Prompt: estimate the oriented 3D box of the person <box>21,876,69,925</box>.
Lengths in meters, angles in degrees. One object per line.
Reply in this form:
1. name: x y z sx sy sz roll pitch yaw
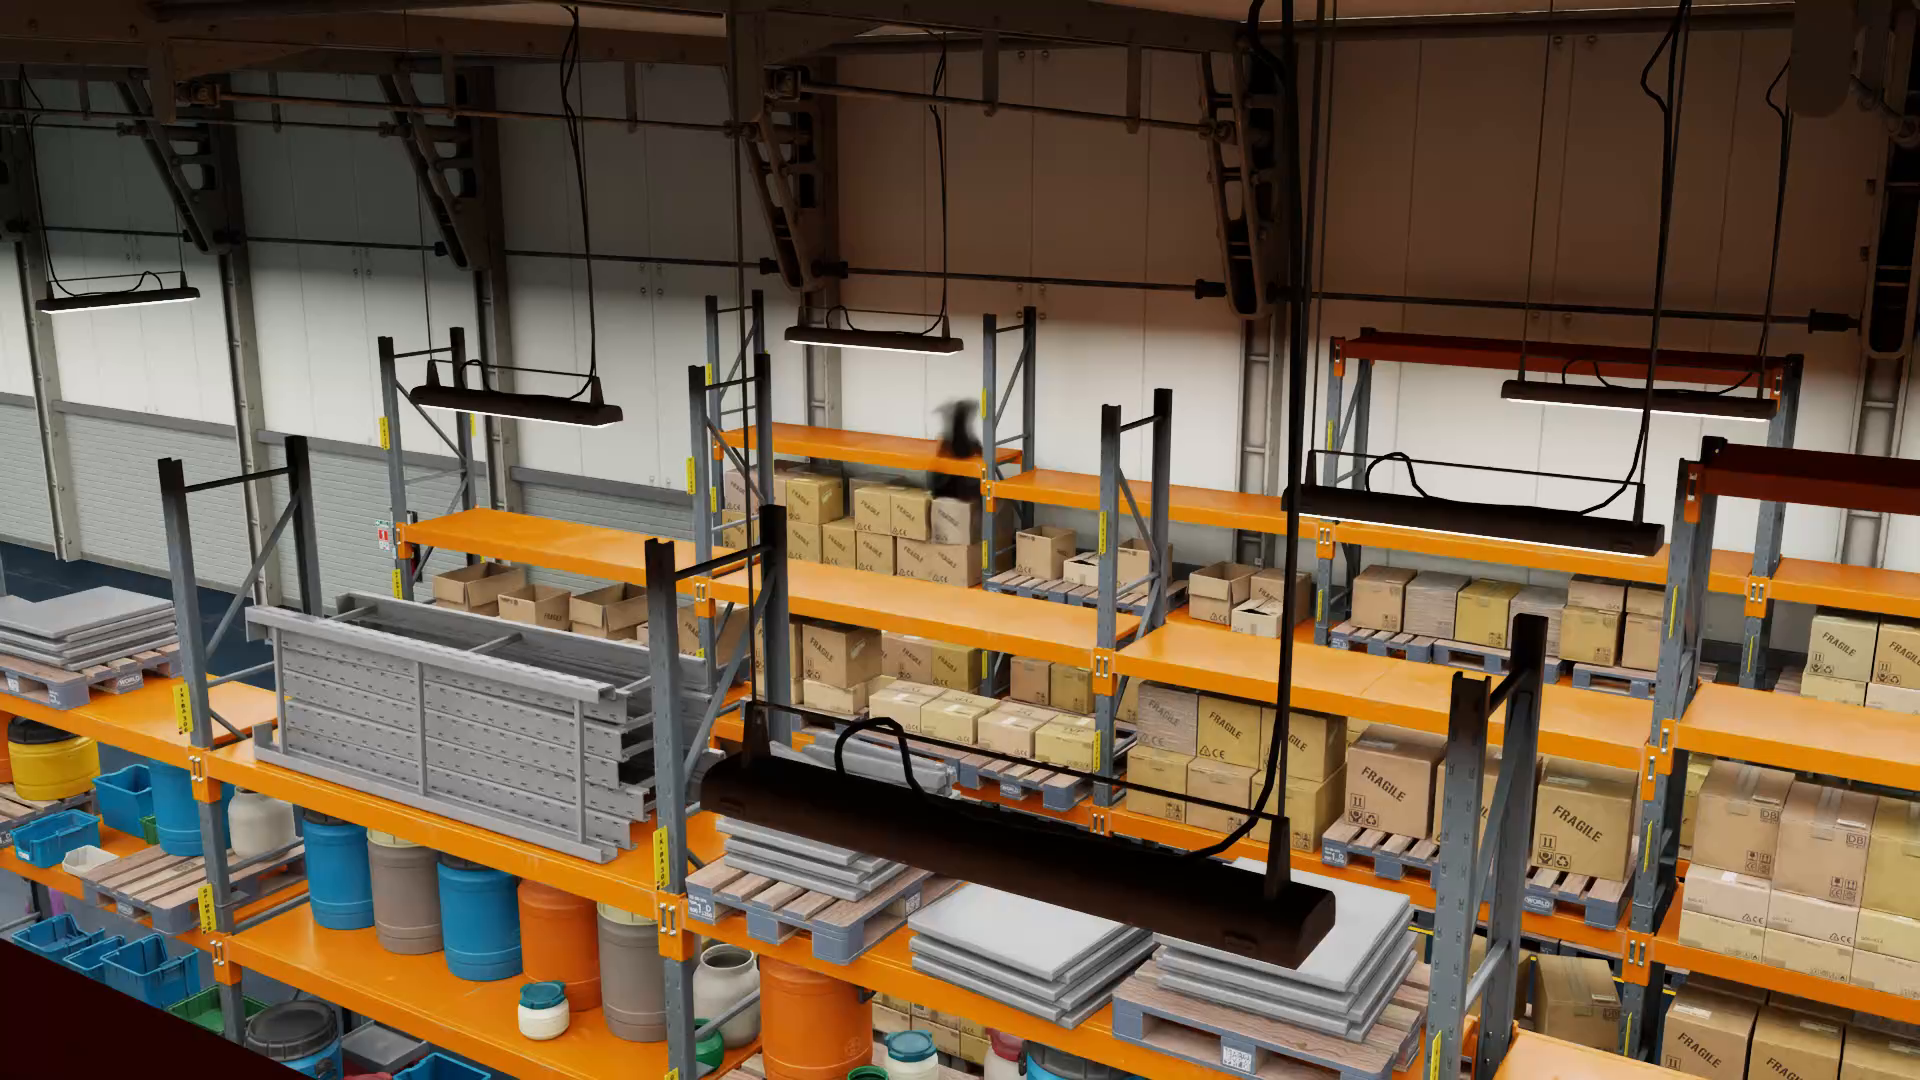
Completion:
1. person: -8.213 3.645 15.253 0.500 1.570 0.542 0 14 2
